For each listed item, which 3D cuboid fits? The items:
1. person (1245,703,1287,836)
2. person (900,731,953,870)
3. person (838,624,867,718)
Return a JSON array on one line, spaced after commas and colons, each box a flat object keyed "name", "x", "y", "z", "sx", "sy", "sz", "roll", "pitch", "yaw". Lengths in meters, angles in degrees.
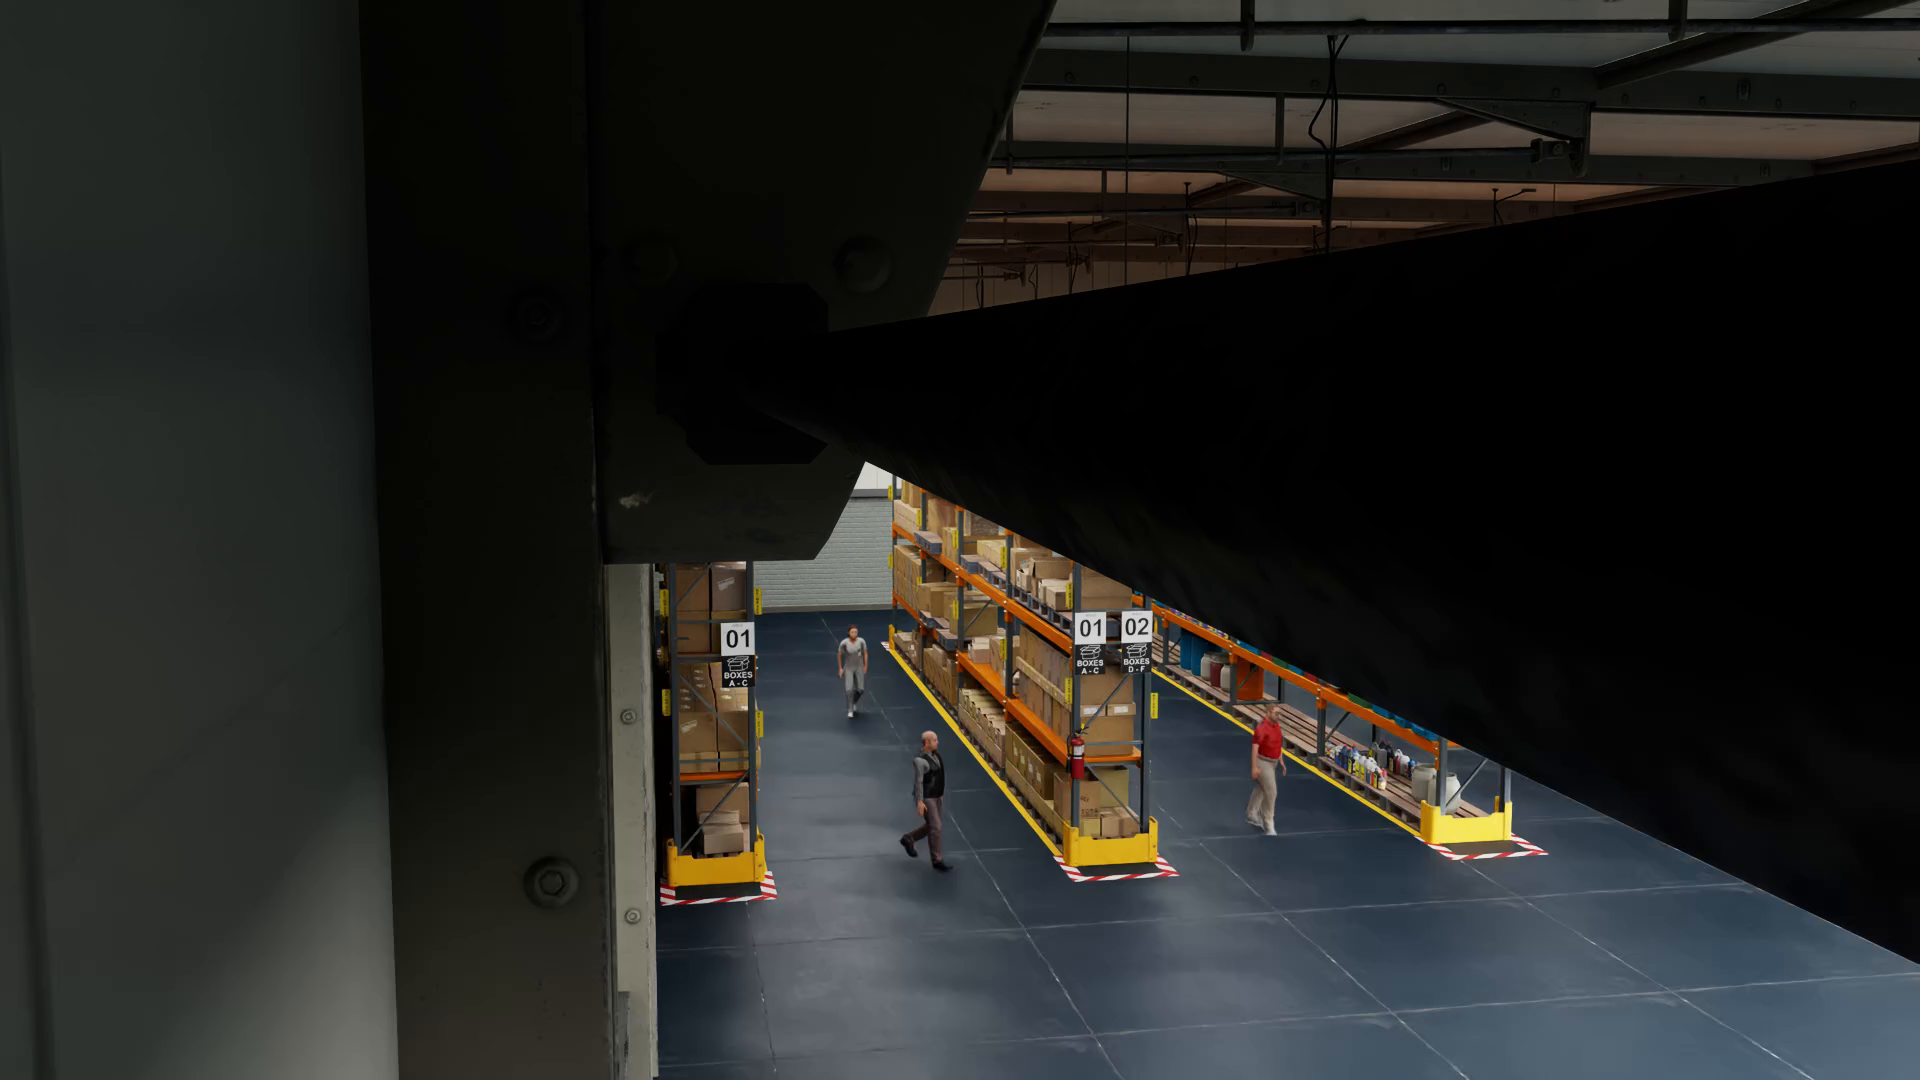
[{"name": "person", "x": 4.117, "y": 3.094, "z": 22.442, "sx": 0.600, "sy": 1.814, "sz": 0.560, "roll": 4, "pitch": 7, "yaw": 30}, {"name": "person", "x": -0.402, "y": 3.225, "z": 20.829, "sx": 0.800, "sy": 1.701, "sz": 0.585, "roll": 3, "pitch": 7, "yaw": 23}, {"name": "person", "x": -1.927, "y": 2.309, "z": 29.732, "sx": 0.534, "sy": 1.657, "sz": 0.603, "roll": -1, "pitch": 6, "yaw": -12}]
